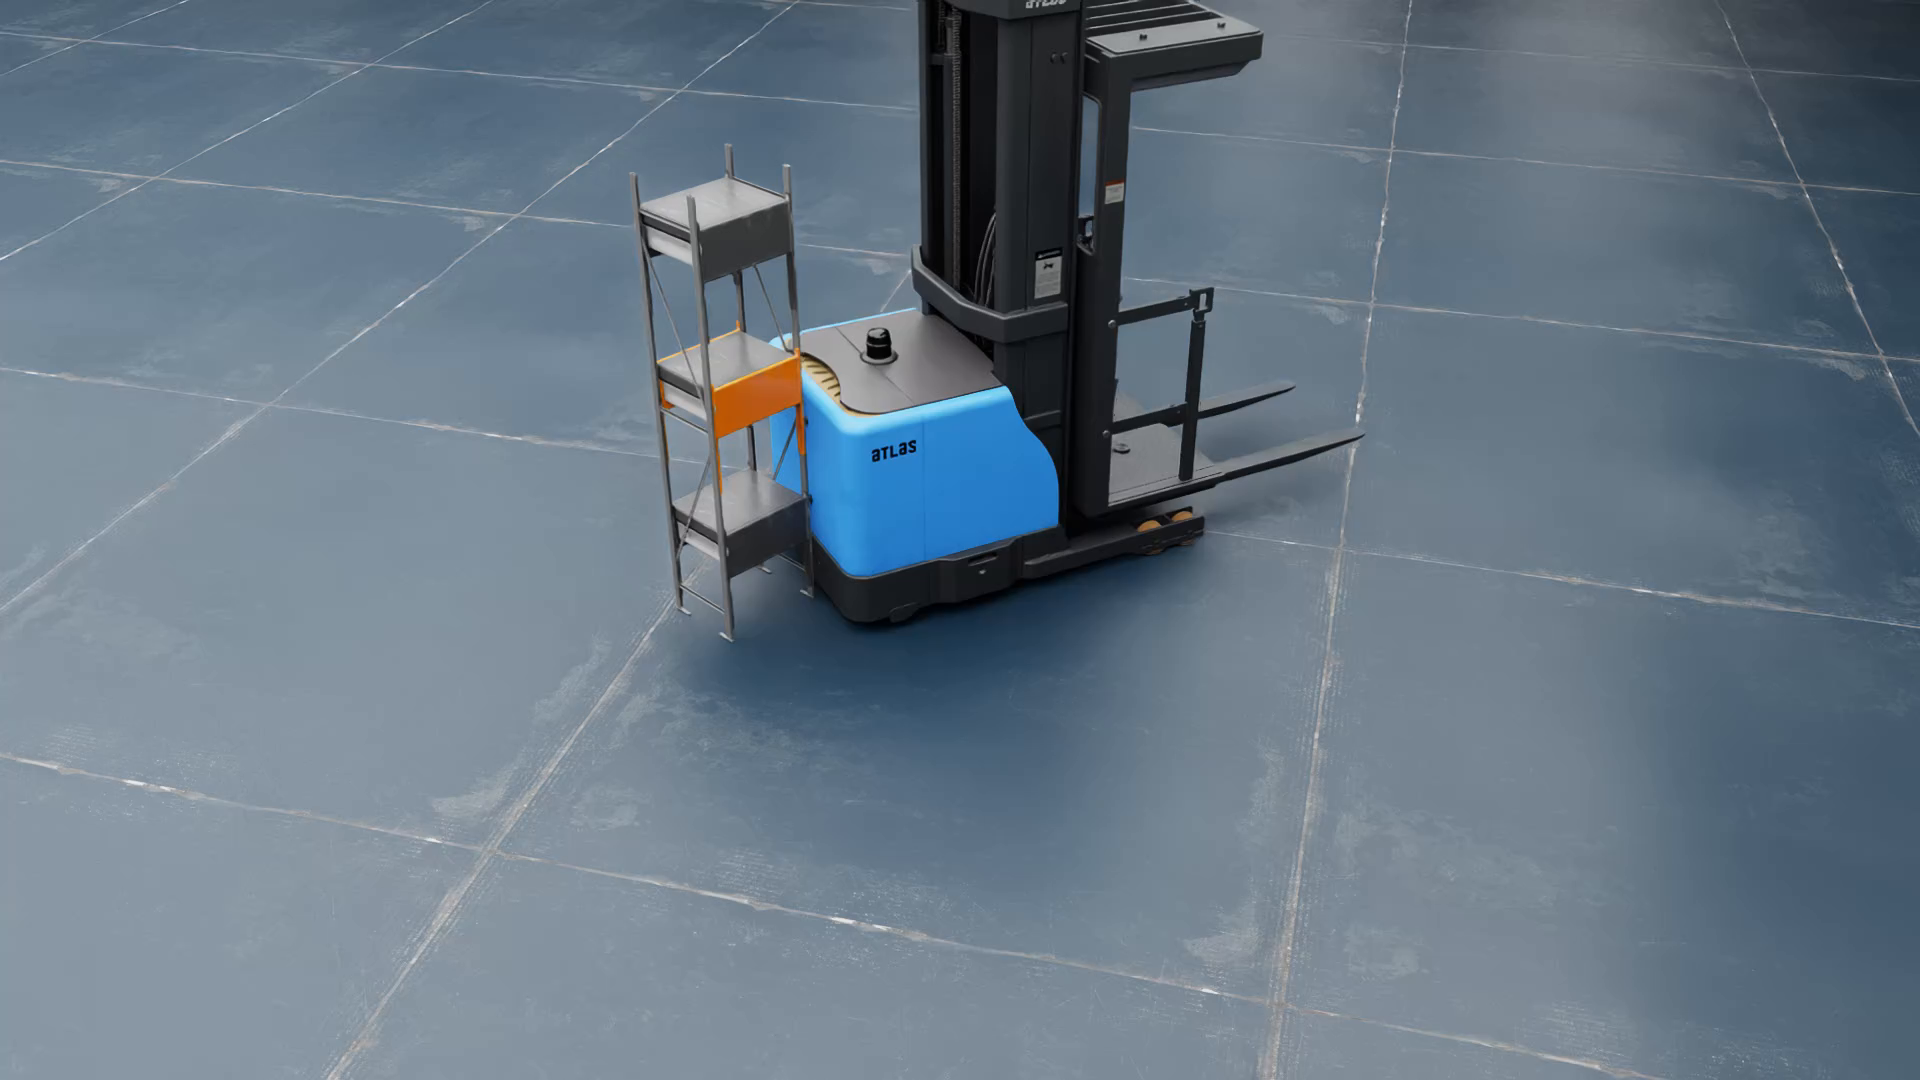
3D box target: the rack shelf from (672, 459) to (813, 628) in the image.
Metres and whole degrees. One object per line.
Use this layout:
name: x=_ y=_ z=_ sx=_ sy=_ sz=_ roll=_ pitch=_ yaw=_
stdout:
rack shelf: x=-1.001 y=0.011 z=7.599 sx=0.431 sy=0.518 sz=0.480 roll=27 pitch=41 yaw=36

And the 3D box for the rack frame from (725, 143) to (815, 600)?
rack frame: x=-0.832 y=-0.688 z=7.371 sx=0.400 sy=2.100 sz=0.015 roll=27 pitch=41 yaw=36

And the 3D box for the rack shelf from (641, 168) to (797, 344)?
rack shelf: x=-1.001 y=-1.178 z=6.859 sx=0.431 sy=0.518 sz=0.480 roll=27 pitch=41 yaw=36

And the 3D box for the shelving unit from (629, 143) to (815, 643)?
shelving unit: x=-1.001 y=-0.595 z=7.222 sx=0.431 sy=2.100 sz=0.503 roll=27 pitch=41 yaw=36

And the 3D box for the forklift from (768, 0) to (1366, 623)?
forklift: x=0.632 y=-1.401 z=7.721 sx=3.031 sy=2.935 sz=1.130 roll=-15 pitch=35 yaw=-22

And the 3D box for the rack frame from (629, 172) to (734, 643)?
rack frame: x=-1.170 y=-0.502 z=7.072 sx=0.400 sy=2.100 sz=0.015 roll=27 pitch=41 yaw=36

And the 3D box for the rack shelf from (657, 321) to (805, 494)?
rack shelf: x=-1.001 y=-0.583 z=7.229 sx=0.431 sy=0.518 sz=0.480 roll=27 pitch=41 yaw=36
